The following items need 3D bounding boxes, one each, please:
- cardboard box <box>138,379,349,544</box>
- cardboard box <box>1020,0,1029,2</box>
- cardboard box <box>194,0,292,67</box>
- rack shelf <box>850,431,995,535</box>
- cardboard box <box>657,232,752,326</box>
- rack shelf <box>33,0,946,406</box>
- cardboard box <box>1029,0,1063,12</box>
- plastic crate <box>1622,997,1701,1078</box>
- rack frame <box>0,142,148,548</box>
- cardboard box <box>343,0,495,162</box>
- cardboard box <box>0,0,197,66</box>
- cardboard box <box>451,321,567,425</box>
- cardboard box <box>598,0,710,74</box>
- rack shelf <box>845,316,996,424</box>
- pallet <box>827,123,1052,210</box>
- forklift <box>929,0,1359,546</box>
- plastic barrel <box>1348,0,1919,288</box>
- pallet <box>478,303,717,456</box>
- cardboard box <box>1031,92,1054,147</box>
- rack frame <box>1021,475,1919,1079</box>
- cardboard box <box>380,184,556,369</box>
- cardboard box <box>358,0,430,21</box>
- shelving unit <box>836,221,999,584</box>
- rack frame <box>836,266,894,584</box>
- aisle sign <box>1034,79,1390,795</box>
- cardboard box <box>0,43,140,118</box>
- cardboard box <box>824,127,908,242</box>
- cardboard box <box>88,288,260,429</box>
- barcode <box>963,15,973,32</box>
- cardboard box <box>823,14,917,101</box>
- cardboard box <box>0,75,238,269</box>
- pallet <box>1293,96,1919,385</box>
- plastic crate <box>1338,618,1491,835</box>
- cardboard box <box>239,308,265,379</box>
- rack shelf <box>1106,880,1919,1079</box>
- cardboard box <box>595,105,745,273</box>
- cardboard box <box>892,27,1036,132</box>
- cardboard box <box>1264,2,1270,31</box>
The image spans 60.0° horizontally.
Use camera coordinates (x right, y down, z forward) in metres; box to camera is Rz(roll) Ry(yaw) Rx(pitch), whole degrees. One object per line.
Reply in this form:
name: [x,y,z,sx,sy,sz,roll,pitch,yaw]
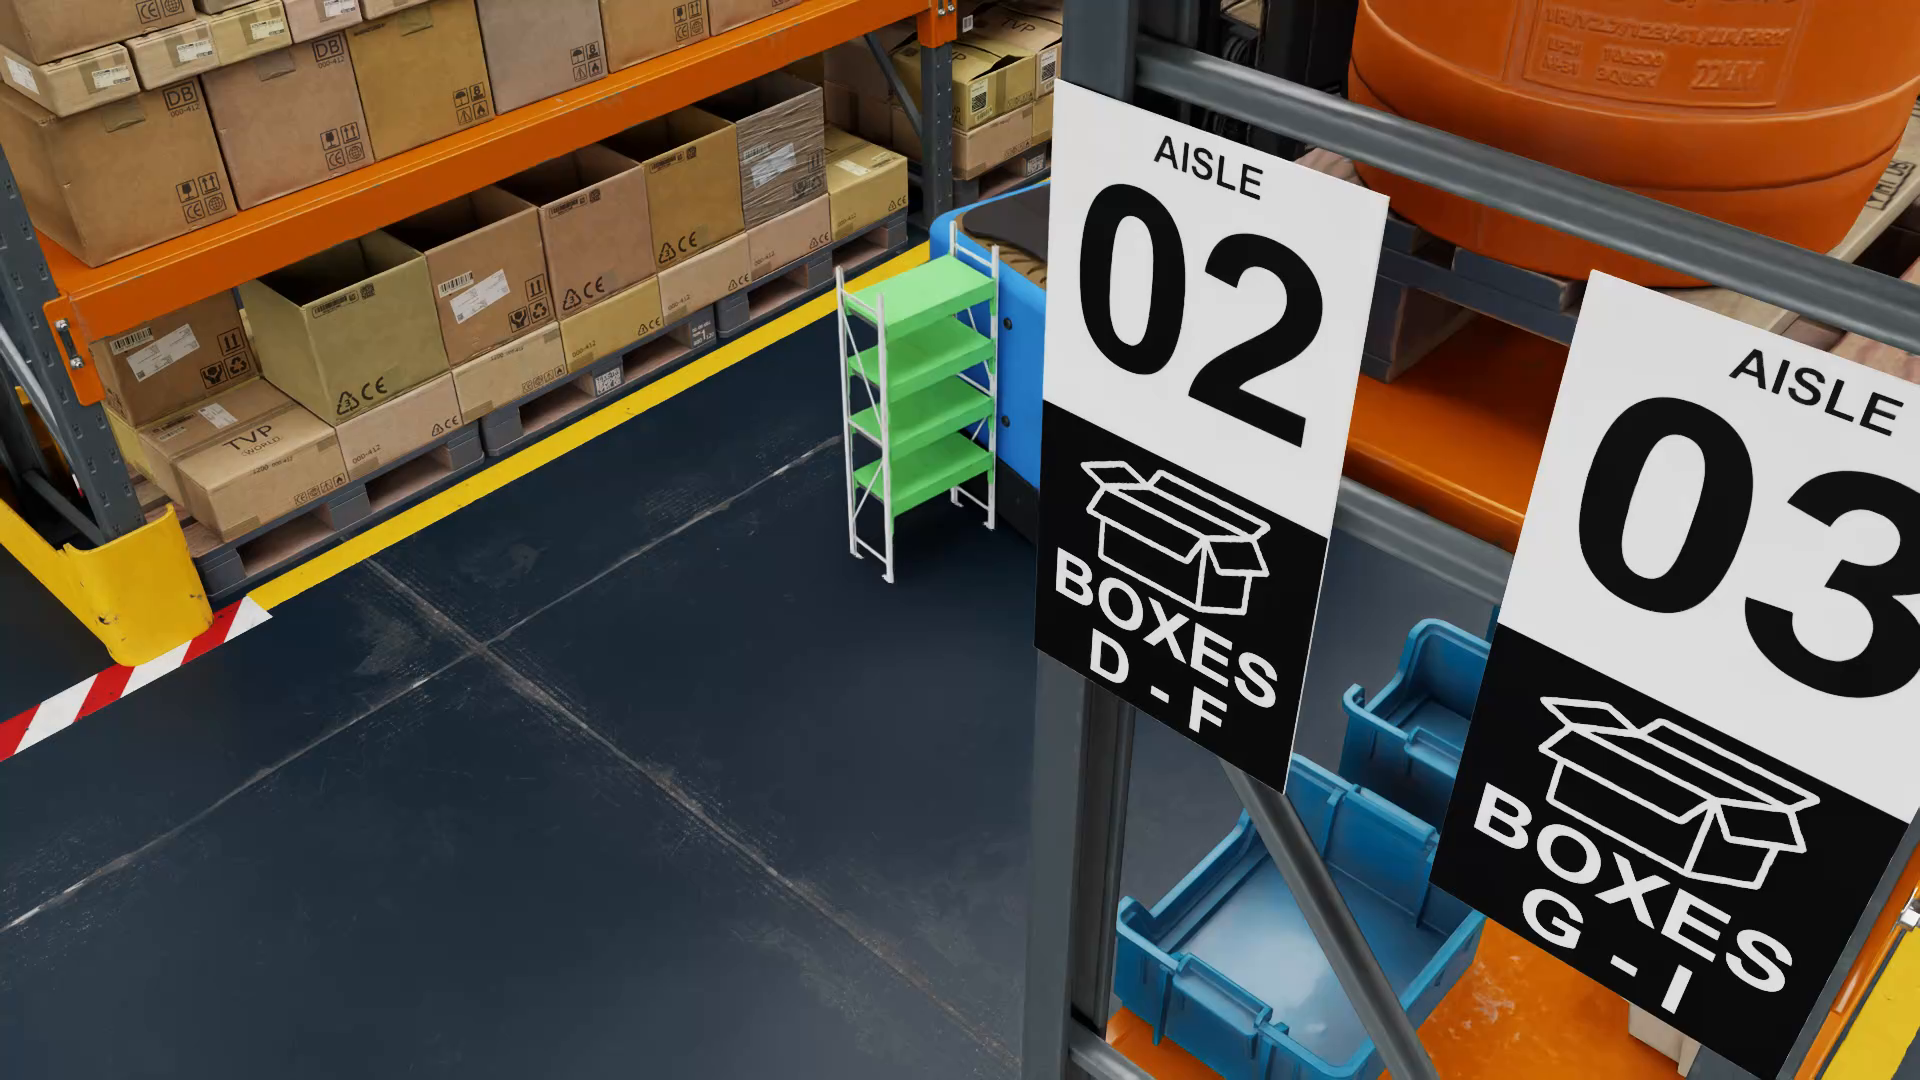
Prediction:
cardboard box: [-2.616,-0.299,6.087,0.500,0.250,0.500,30,47,32]
cardboard box: [0.303,-2.979,9.008,0.500,0.311,0.500,29,47,32]
cardboard box: [-2.373,-1.677,5.347,0.380,0.149,0.250,30,47,32]
rack shelf: [-0.138,-0.229,6.062,0.480,0.148,0.258,-28,46,-30]
cardboard box: [-1.266,-1.217,7.242,0.500,0.250,0.500,30,47,32]
rack shelf: [-1.793,-1.695,6.549,1.077,0.370,4.000,30,47,32]
cardboard box: [0.709,-2.754,8.725,0.500,0.311,0.500,28,46,31]
plastic crate: [1.353,0.851,2.981,0.298,0.136,0.250,30,47,32]
rack frame: [-3.142,-1.058,5.170,1.000,3.000,0.127,30,47,32]
cardboard box: [-2.127,-1.775,5.991,0.700,0.500,0.500,30,47,32]
cardboard box: [-2.782,-1.838,5.029,0.700,0.500,0.500,30,47,32]
cardboard box: [-1.944,-0.759,6.667,0.500,0.250,0.500,30,47,32]
cardboard box: [-1.430,-2.254,6.594,0.700,0.500,0.500,30,48,32]
rack shelf: [-0.138,-0.604,5.763,0.480,0.148,0.258,-28,46,-30]
pallet: [0.025,-2.159,8.795,1.003,0.211,1.213,30,47,32]
forklift: [1.382,-1.737,6.080,3.031,2.935,1.130,-23,44,-26]
plastic barrel: [0.746,-0.759,1.702,0.600,0.830,0.708,30,47,32]
pallet: [-1.834,-0.893,7.203,1.003,0.211,1.213,30,47,32]
cardboard box: [0.358,-2.299,8.603,0.500,0.250,0.500,31,48,33]
rack frame: [0.512,1.024,2.552,1.000,3.000,0.127,30,47,32]
cardboard box: [-1.952,-1.058,6.439,0.500,0.500,0.500,30,47,32]
cardboard box: [-2.023,-1.915,5.647,0.380,0.149,0.250,28,46,31]
shelving unit: [-0.138,-0.466,5.872,0.503,1.200,0.258,-28,46,-30]
rack frame: [-0.324,-0.368,5.749,0.015,1.200,0.240,-28,46,-30]
aisle sign: [0.244,-0.085,1.858,0.394,0.787,0.004,30,47,32]
cardboard box: [-2.718,-1.440,5.050,0.380,0.149,0.250,29,47,32]
cardboard box: [-0.595,-1.679,7.823,0.500,0.250,0.500,30,47,32]
cardboard box: [-3.000,-0.811,6.129,0.500,0.500,0.500,30,47,32]
barcode: [0.036,-2.407,7.751,0.001,0.075,0.075,30,47,32]
cardboard box: [-0.382,-2.509,8.417,0.500,0.311,0.500,30,47,32]
cardboard box: [-2.817,-1.306,5.402,0.700,0.500,0.500,30,47,32]
pallet: [1.142,-0.415,2.104,1.003,0.211,1.213,30,47,32]
plastic crate: [1.071,0.431,3.418,0.499,0.251,0.408,30,47,32]
cardboard box: [-2.670,-0.751,6.656,0.500,0.250,0.500,30,47,32]
rack shelf: [1.861,0.387,3.932,1.077,0.370,4.000,30,47,32]
cardboard box: [-1.275,-1.516,7.016,0.500,0.500,0.500,30,47,32]
cardboard box: [0.019,-2.288,8.139,0.500,0.311,0.500,30,47,32]
cardboard box: [1.735,-3.239,9.785,0.500,0.250,0.500,29,47,31]
